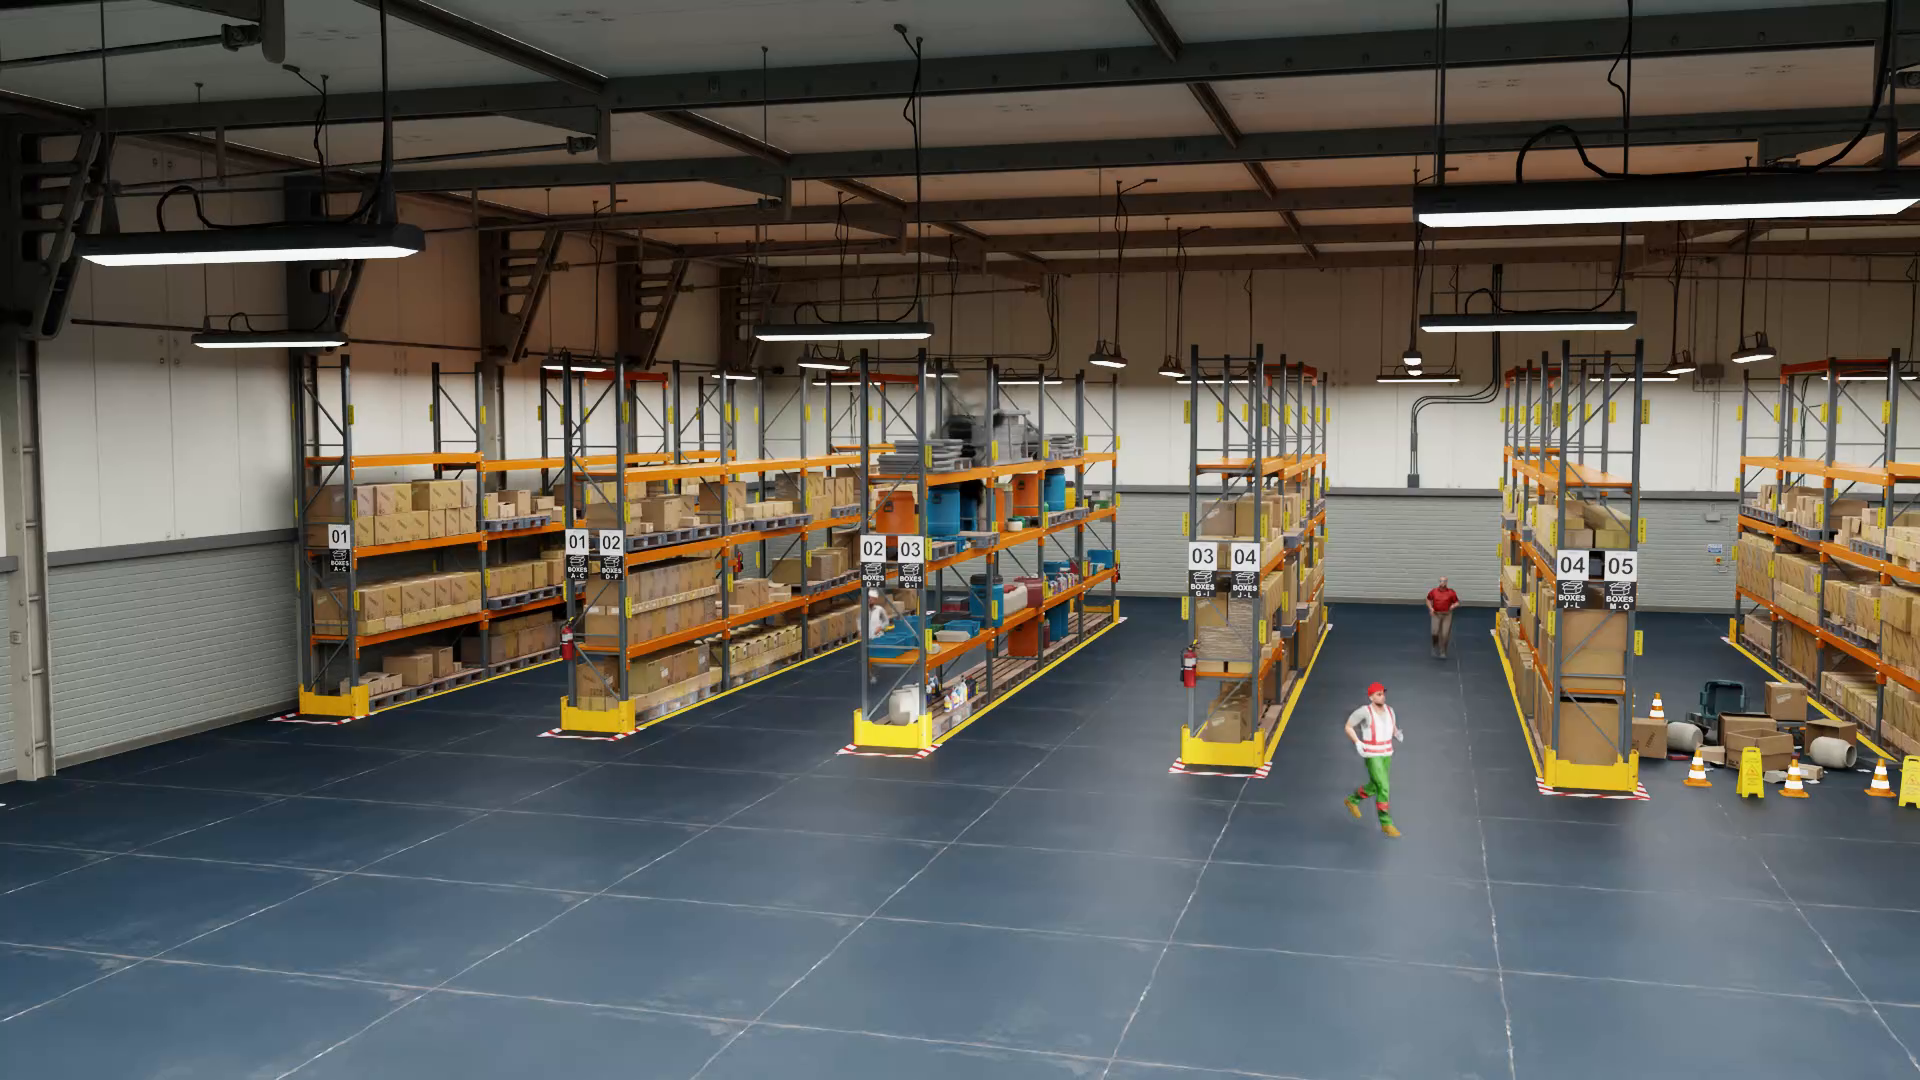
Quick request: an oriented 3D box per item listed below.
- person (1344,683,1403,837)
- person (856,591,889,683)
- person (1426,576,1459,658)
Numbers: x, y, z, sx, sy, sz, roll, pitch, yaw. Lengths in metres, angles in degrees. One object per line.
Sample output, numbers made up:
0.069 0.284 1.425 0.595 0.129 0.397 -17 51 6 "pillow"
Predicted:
5.017 2.604 20.071 0.638 1.796 0.923 -3 5 -31 "person"
-1.647 1.809 30.931 0.667 1.739 0.601 1 4 8 "person"
9.883 1.596 34.118 0.660 1.687 0.607 1 5 19 "person"
